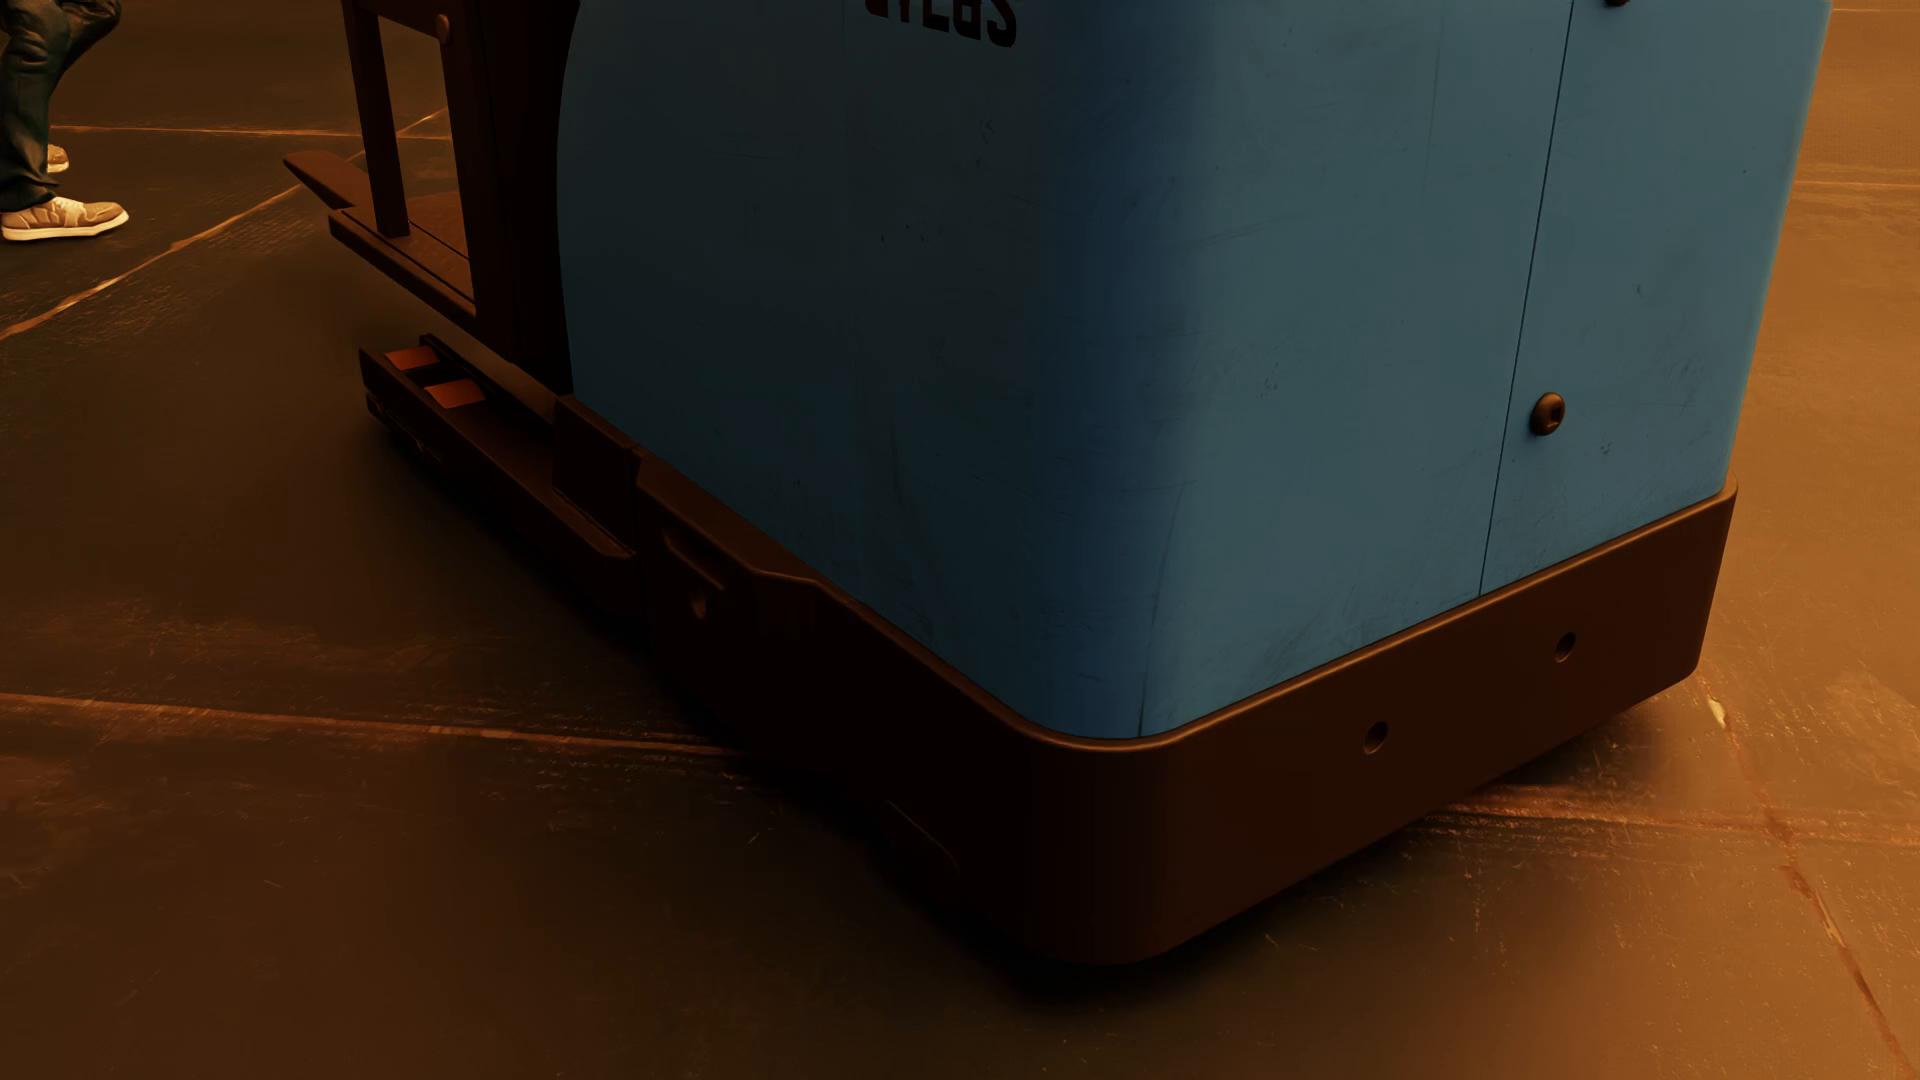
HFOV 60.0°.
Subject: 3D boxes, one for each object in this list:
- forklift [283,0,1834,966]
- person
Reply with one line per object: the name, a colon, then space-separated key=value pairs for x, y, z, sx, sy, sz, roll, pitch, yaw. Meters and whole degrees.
forklift: x=-0.356 y=-1.517 z=2.257 sx=1.130 sy=2.935 sz=3.031 roll=-18 pitch=32 yaw=-32
person: x=-2.251 y=-1.470 z=3.812 sx=0.511 sy=1.448 sz=0.705 roll=-5 pitch=27 yaw=-10
